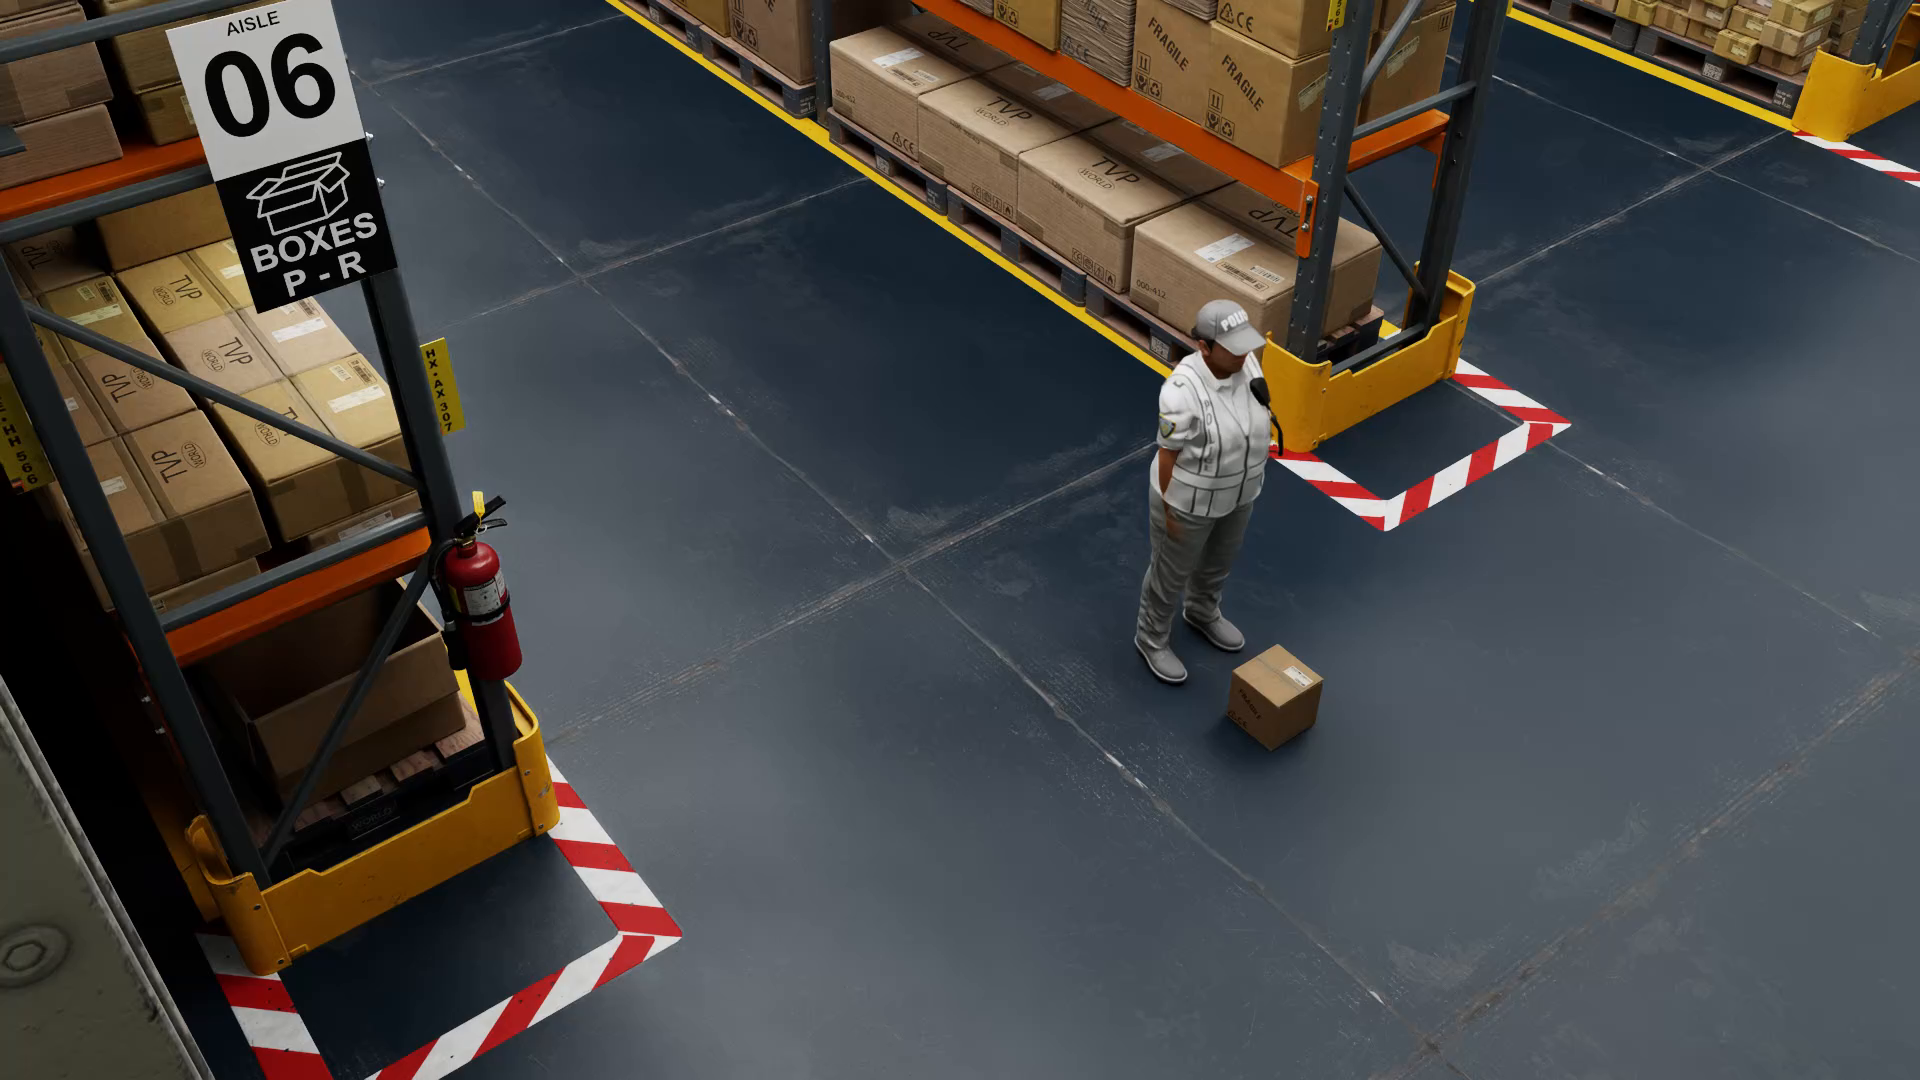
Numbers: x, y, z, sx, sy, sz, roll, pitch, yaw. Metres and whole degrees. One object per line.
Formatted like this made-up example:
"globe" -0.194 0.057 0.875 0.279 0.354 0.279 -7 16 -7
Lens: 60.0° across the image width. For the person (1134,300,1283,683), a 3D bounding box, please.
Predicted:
"person" 0.948 -0.182 6.349 0.468 1.670 0.386 -25 47 -26
